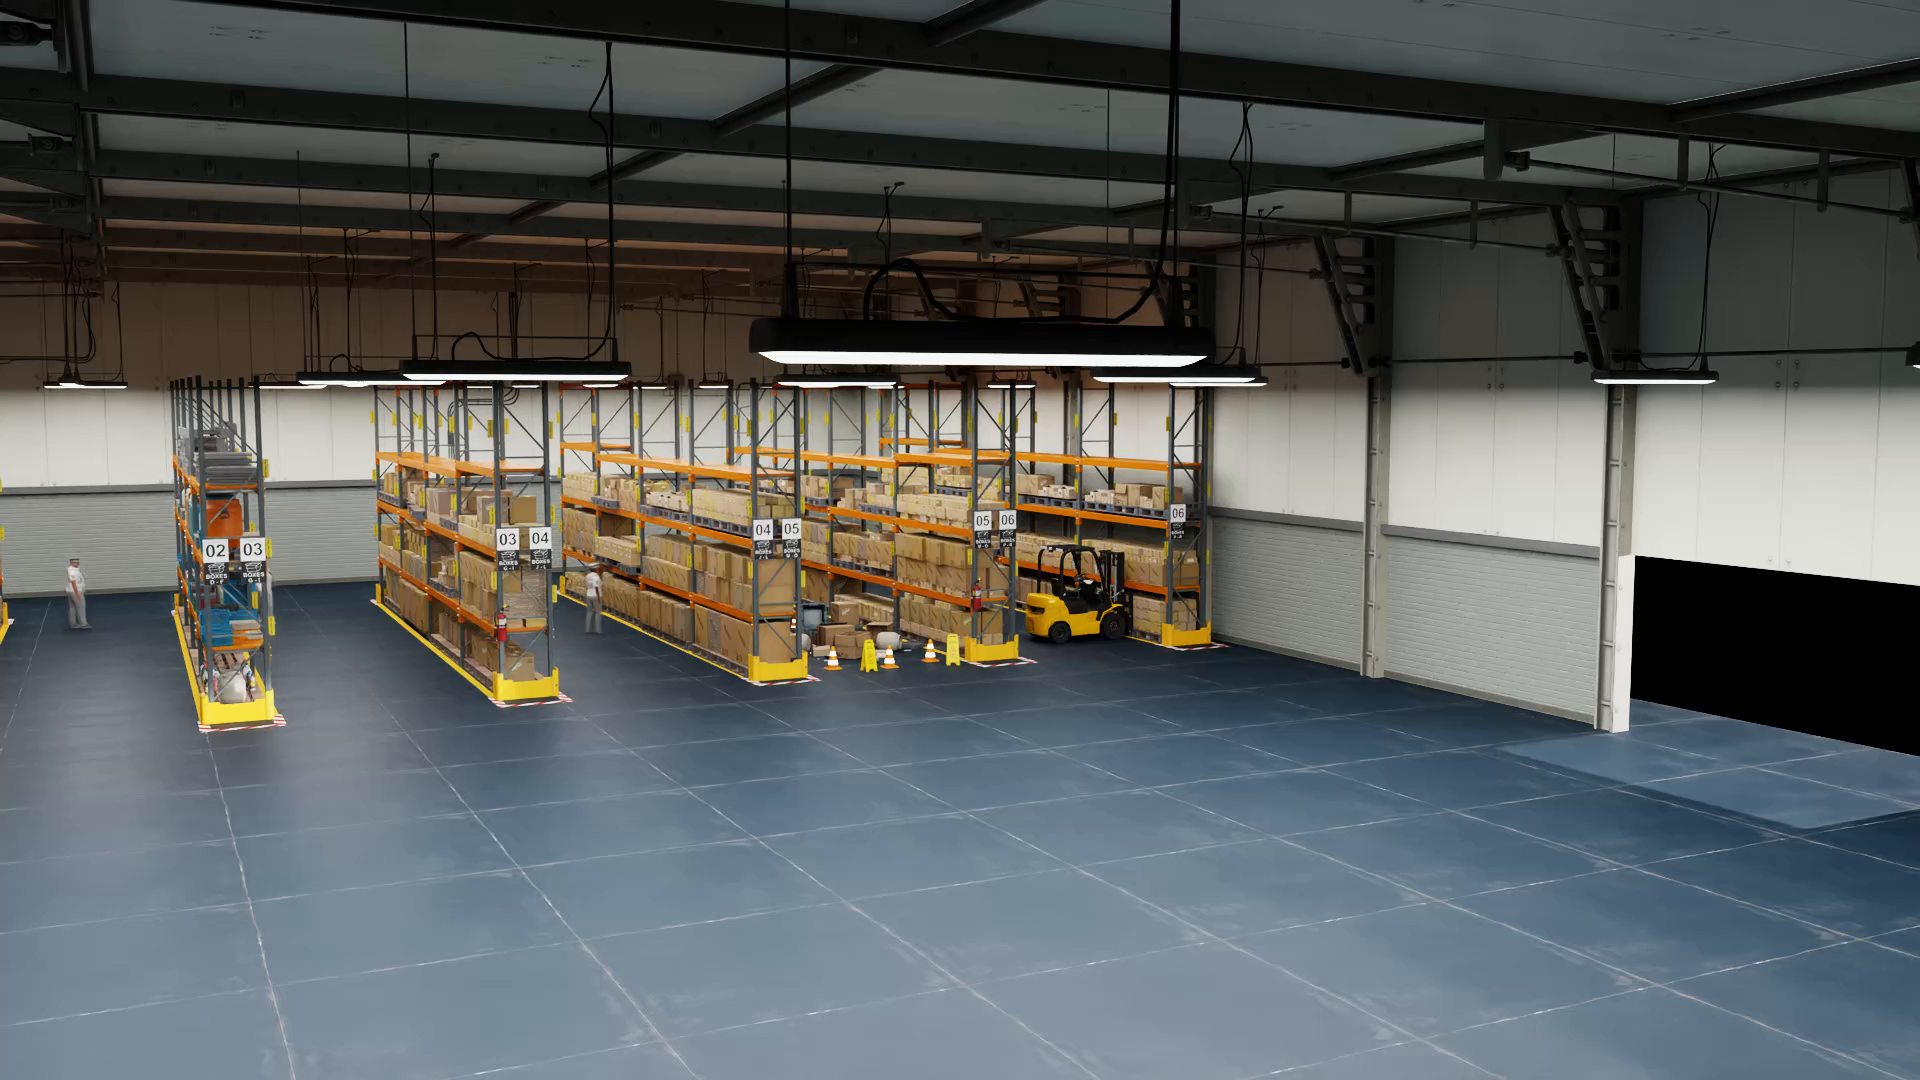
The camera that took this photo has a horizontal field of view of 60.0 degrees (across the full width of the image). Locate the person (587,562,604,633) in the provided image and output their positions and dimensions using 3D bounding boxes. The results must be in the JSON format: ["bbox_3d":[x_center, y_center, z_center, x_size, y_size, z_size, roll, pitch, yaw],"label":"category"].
[{"bbox_3d":[-8.675,1.370,39.549,0.529,1.690,0.365,4,7,39],"label":"person"}]

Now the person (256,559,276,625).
[{"bbox_3d":[-17.131,1.263,40.939,0.414,1.636,0.944,-4,6,-38],"label":"person"}]

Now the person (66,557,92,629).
[{"bbox_3d":[-21.312,1.280,40.183,0.475,1.728,0.607,-5,7,-44],"label":"person"}]
